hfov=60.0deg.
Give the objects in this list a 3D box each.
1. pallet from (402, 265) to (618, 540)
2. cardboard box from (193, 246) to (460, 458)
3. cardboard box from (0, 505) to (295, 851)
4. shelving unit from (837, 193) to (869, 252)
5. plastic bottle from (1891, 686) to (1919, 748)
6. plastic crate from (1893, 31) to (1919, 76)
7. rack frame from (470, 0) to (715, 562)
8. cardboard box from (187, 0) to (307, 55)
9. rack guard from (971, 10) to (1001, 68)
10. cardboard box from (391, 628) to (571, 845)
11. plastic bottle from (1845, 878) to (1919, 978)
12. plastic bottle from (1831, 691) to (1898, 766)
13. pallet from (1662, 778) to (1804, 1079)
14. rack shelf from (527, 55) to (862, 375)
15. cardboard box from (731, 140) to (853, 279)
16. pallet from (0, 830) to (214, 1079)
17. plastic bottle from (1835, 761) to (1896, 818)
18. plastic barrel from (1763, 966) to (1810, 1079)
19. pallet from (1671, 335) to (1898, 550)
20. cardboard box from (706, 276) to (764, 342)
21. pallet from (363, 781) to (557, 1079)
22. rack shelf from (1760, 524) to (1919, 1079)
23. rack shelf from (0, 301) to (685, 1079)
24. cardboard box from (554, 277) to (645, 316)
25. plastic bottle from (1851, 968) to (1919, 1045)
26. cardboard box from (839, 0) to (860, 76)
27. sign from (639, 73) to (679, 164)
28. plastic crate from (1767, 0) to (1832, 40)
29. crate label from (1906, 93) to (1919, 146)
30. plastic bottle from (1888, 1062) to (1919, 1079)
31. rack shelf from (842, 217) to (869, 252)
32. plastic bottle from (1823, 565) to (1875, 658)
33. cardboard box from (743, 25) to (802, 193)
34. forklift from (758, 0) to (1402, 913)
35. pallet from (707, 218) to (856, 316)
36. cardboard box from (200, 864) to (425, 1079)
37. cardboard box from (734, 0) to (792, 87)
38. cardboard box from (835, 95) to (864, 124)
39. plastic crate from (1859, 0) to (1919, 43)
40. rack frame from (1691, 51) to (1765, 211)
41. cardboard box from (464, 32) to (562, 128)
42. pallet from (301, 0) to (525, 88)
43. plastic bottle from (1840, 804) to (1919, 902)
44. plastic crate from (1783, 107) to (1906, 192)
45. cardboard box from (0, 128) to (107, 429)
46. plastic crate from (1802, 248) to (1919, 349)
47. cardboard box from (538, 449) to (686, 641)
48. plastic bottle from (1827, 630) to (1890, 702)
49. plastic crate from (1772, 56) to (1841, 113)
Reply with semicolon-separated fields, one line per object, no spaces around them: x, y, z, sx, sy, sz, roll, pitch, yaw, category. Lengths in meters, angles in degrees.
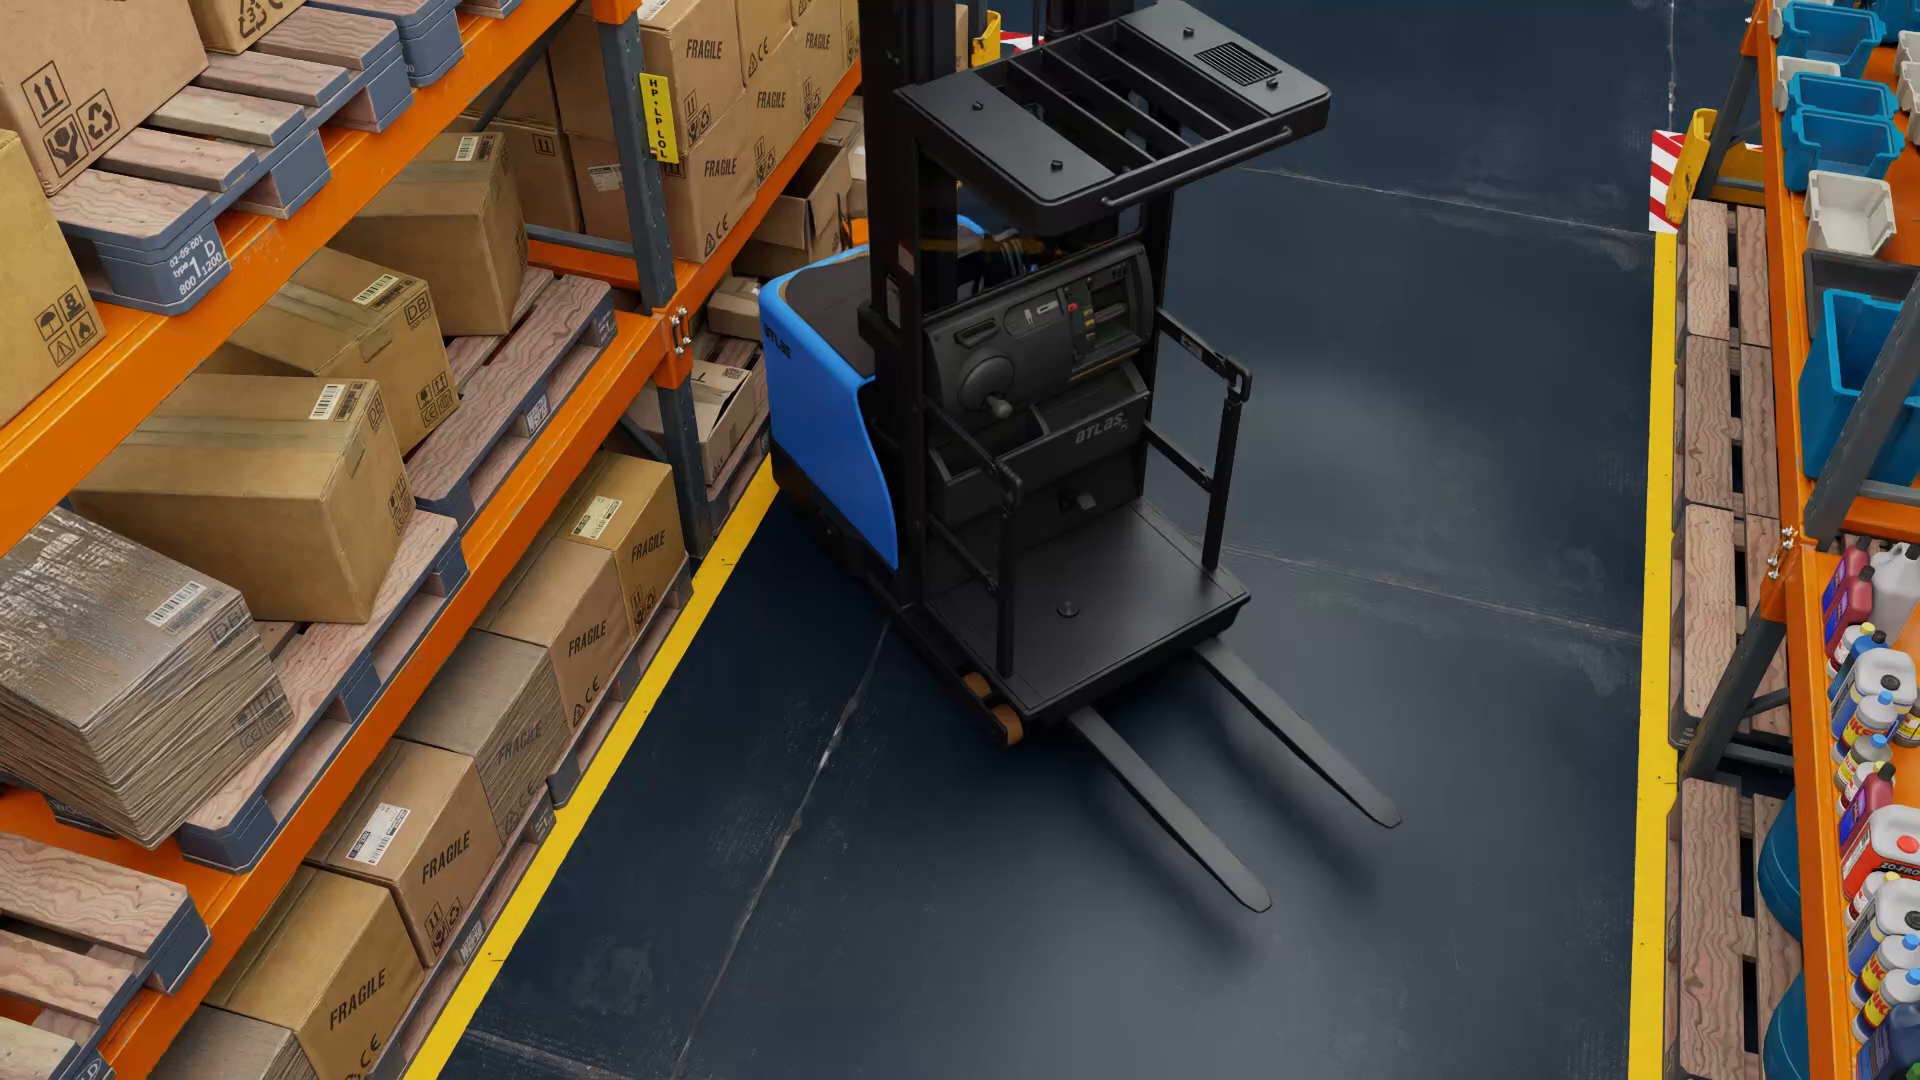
-1.895;-0.549;5.702;1.003;0.211;1.213;13;46;13;pallet
-2.053;-0.572;5.217;0.700;0.500;0.500;19;48;19;cardboard box
-2.218;0.341;4.284;0.700;0.500;0.500;21;48;20;cardboard box
-0.366;-1.057;7.466;0.252;1.050;0.215;-13;40;-13;shelving unit
2.681;0.482;4.654;0.097;0.201;0.097;0;44;0;plastic bottle
4.308;-2.087;7.282;0.396;0.136;0.243;13;46;13;plastic crate
-1.549;-1.127;6.156;1.000;3.000;0.127;13;46;13;rack frame
-1.952;-1.650;4.102;0.600;0.600;0.600;12;46;12;cardboard box
-0.360;-2.849;9.703;1.175;0.500;0.348;13;46;13;rack guard
-1.735;0.661;5.802;0.500;0.500;0.500;13;46;13;cardboard box
2.317;0.969;4.103;0.152;0.276;0.135;13;46;13;plastic bottle
2.496;0.514;4.571;0.097;0.271;0.097;0;44;0;plastic bottle
2.898;1.427;5.540;1.003;0.211;1.213;13;46;13;pallet
-0.943;-2.203;7.770;1.077;0.370;4.000;13;46;13;rack shelf
-0.985;-1.645;8.156;0.797;0.503;0.637;13;46;13;cardboard box
-2.622;1.141;3.975;1.213;0.211;1.003;13;46;13;pallet
2.437;0.669;4.463;0.097;0.201;0.097;0;44;0;plastic bottle
2.776;1.356;4.819;0.600;0.901;0.708;13;46;13;plastic barrel
3.724;-0.393;7.399;1.003;0.211;1.213;13;46;13;pallet
-0.963;-1.084;7.823;0.380;0.166;0.250;13;46;13;cardboard box
-2.127;1.236;5.735;1.003;0.211;1.213;13;46;13;pallet
2.565;1.515;3.970;1.077;0.370;4.000;13;46;13;rack shelf
-2.154;0.464;5.045;1.077;0.370;4.000;13;46;13;rack shelf
-1.646;-0.830;7.326;0.500;0.500;0.500;13;46;13;cardboard box
2.226;1.107;3.965;0.097;0.271;0.097;0;44;0;plastic bottle
-0.676;-2.459;7.445;0.500;0.500;0.500;12;46;12;cardboard box
-1.019;-1.425;5.633;0.100;0.325;0.005;13;46;13;sign
3.818;-2.377;7.579;0.250;0.136;0.298;13;46;13;plastic crate
4.145;-1.706;6.893;0.396;0.136;0.243;13;46;13;crate label
2.118;1.299;3.760;0.061;0.283;0.133;13;46;13;plastic bottle
-0.374;-1.270;7.294;0.240;0.259;0.215;-13;40;-13;rack shelf
2.613;0.210;4.874;0.061;0.283;0.133;13;46;13;plastic bottle
-0.983;-1.786;6.758;0.500;0.500;0.500;13;46;13;cardboard box
0.420;-0.646;5.713;1.130;2.935;3.031;-26;50;-24;forklift
-0.972;-1.403;8.432;1.003;0.211;1.213;13;46;13;pallet
-2.040;1.349;5.098;0.500;0.500;0.500;12;46;12;cardboard box
-0.982;-2.118;6.383;0.500;0.500;0.500;11;45;11;cardboard box
-0.476;-2.272;9.037;0.380;0.166;0.250;13;46;13;cardboard box
4.459;-2.513;7.504;0.616;0.435;0.499;13;46;13;plastic crate
4.382;-2.741;7.806;1.000;3.000;0.127;13;46;13;rack frame
-1.642;-1.912;6.172;0.500;0.500;0.500;13;46;13;cardboard box
-1.813;-1.712;4.743;1.213;0.211;1.003;13;46;13;pallet
2.387;0.814;4.261;0.152;0.276;0.135;13;46;13;plastic bottle
3.504;-1.530;6.645;0.416;0.233;0.300;13;46;13;plastic crate
-2.348;-0.553;3.353;0.910;0.500;0.500;13;46;13;cardboard box
3.254;-0.801;5.977;0.437;0.125;0.590;13;46;13;plastic crate
-1.425;-0.001;6.478;0.500;0.500;0.500;12;46;12;cardboard box
2.566;0.360;4.729;0.097;0.271;0.097;0;44;0;plastic bottle
3.612;-1.925;7.117;0.250;0.136;0.298;13;46;13;plastic crate
